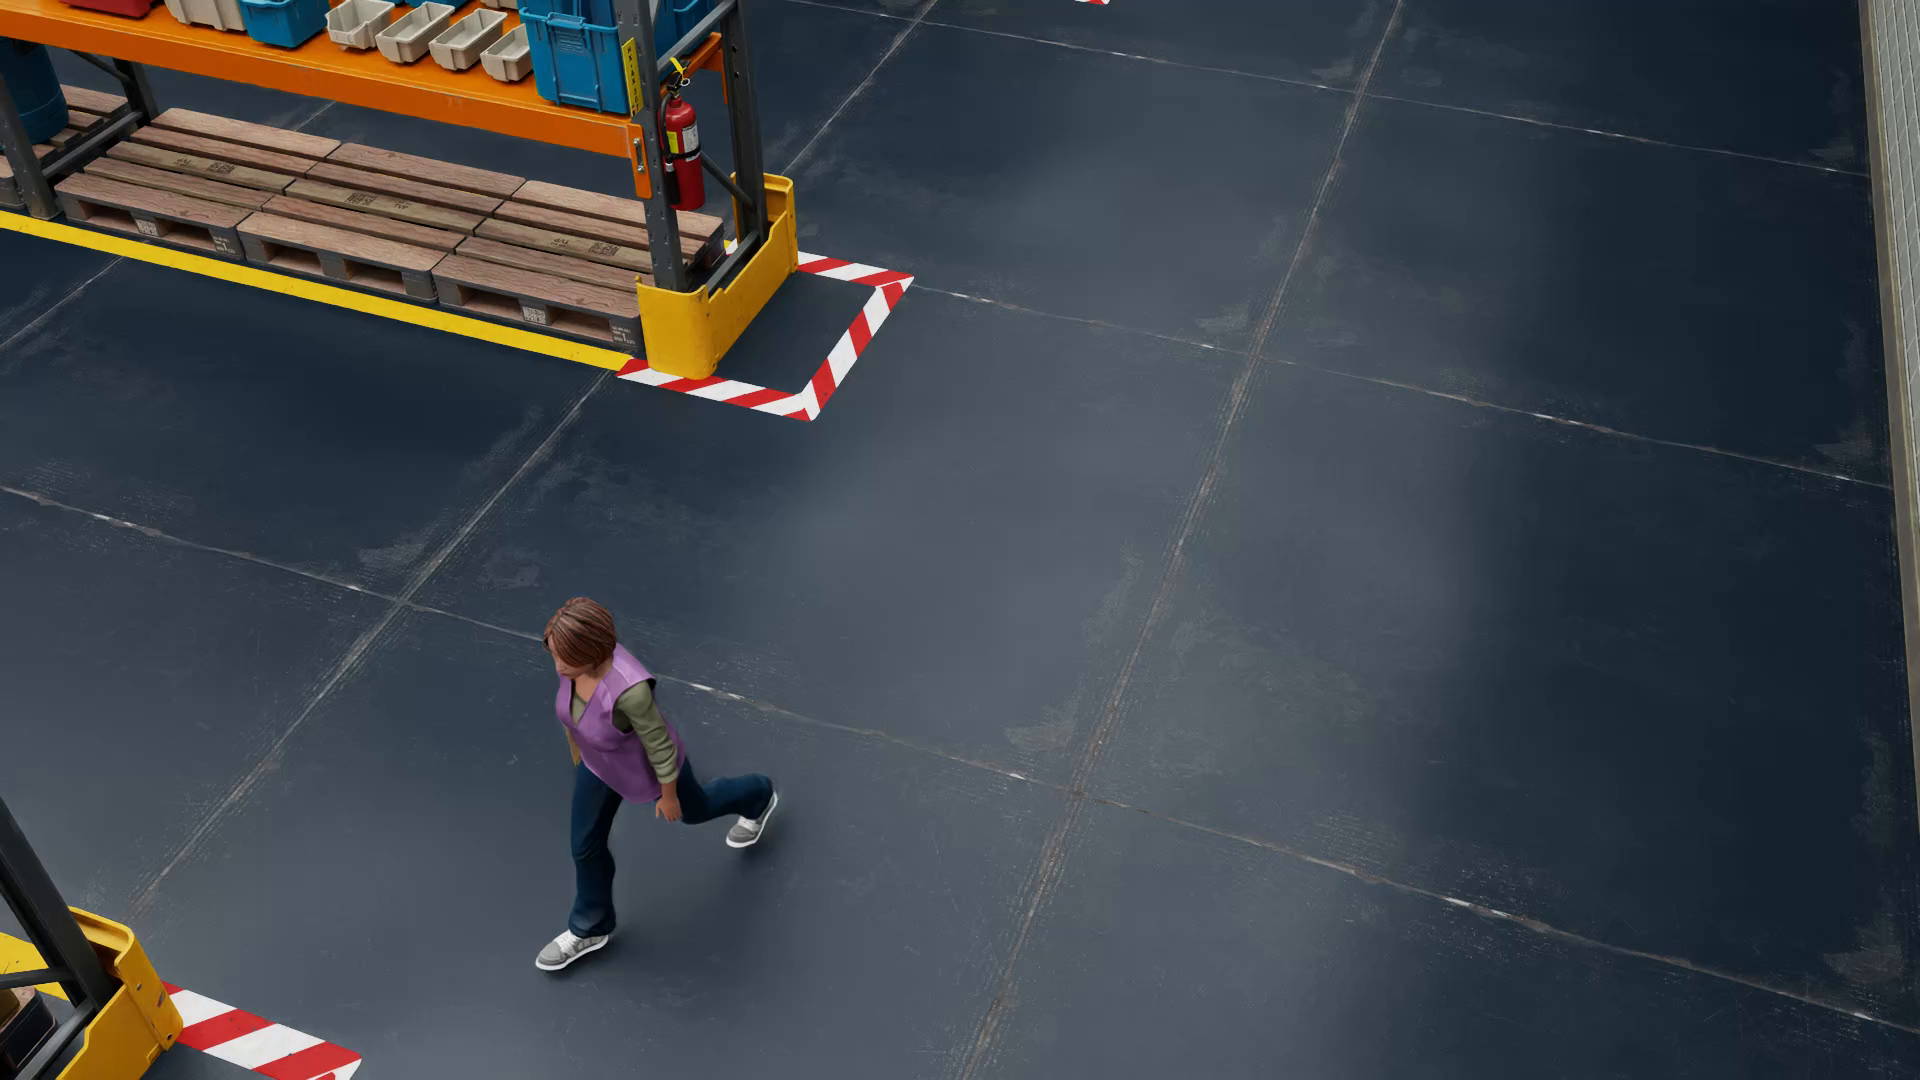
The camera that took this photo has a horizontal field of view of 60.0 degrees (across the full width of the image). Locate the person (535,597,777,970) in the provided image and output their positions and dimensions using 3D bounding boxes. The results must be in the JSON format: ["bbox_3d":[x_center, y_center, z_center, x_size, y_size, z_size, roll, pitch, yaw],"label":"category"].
[{"bbox_3d":[-1.023,0.706,5.409,0.420,1.531,1.006,26,48,26],"label":"person"}]
